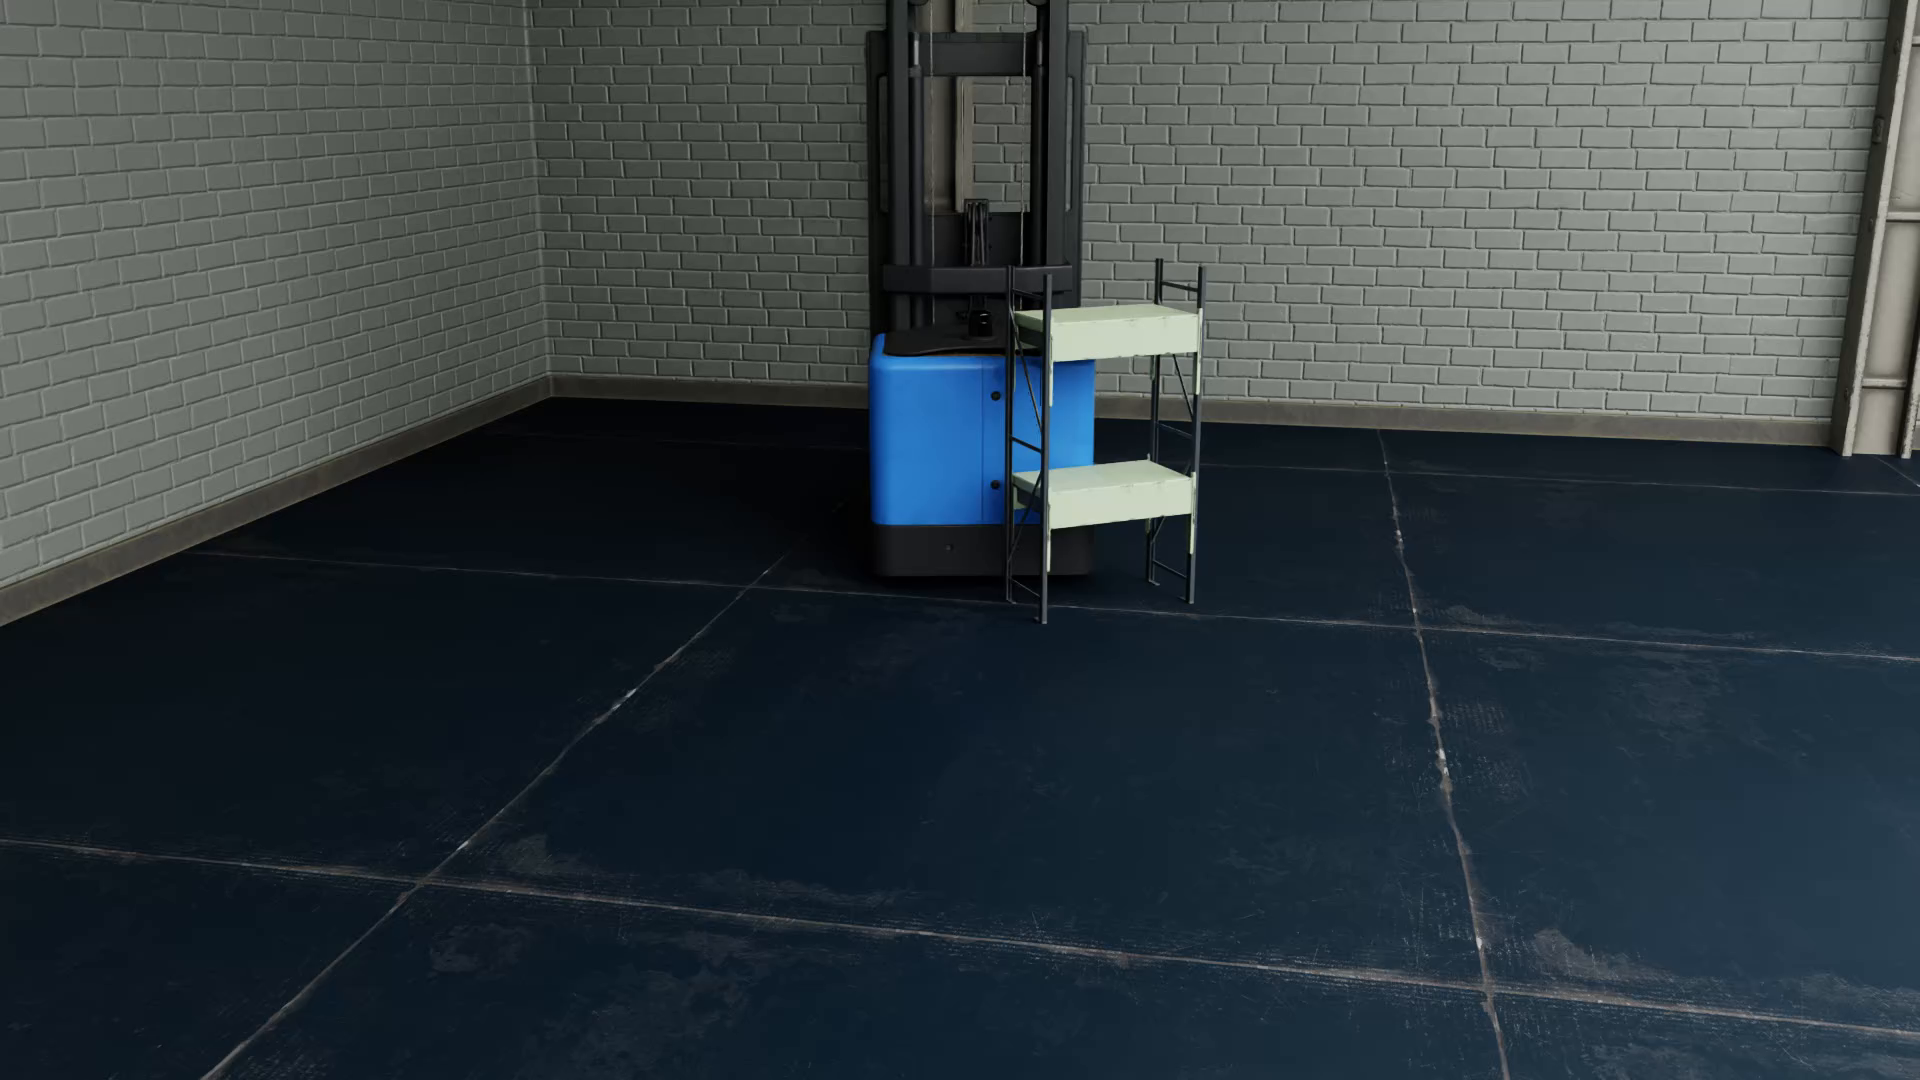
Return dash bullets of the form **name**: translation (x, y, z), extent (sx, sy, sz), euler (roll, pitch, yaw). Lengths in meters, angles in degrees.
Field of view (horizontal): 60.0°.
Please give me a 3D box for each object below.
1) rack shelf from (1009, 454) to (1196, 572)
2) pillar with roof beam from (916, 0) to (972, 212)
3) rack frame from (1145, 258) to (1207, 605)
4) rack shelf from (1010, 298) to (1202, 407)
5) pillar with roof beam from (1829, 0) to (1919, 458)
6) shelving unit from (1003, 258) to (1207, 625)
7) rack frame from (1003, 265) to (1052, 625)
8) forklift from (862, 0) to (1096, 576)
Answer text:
- **rack shelf**: translation (0.622, -0.130, 7.373), extent (0.720, 0.370, 0.431), euler (-7, 17, -22)
- **pillar with roof beam**: translation (-1.000, -4.087, 6.388), extent (0.400, 9.000, 9.100), euler (3, 16, 11)
- **rack frame**: translation (0.959, -0.483, 7.425), extent (0.023, 1.500, 0.400), euler (-7, 17, -22)
- **rack shelf**: translation (0.622, -0.820, 7.181), extent (0.720, 0.370, 0.431), euler (-7, 17, -22)
- **pillar with roof beam**: translation (4.880, -3.768, 5.236), extent (0.400, 9.000, 9.100), euler (3, 16, 11)
- **shelving unit**: translation (0.622, -0.444, 7.286), extent (0.755, 1.500, 0.431), euler (-7, 17, -22)
- **rack frame**: translation (0.286, -0.406, 7.146), extent (0.023, 1.500, 0.400), euler (-7, 17, -22)
- **forklift**: translation (0.072, -1.582, 8.714), extent (1.130, 2.935, 3.031), euler (0, 15, -1)
